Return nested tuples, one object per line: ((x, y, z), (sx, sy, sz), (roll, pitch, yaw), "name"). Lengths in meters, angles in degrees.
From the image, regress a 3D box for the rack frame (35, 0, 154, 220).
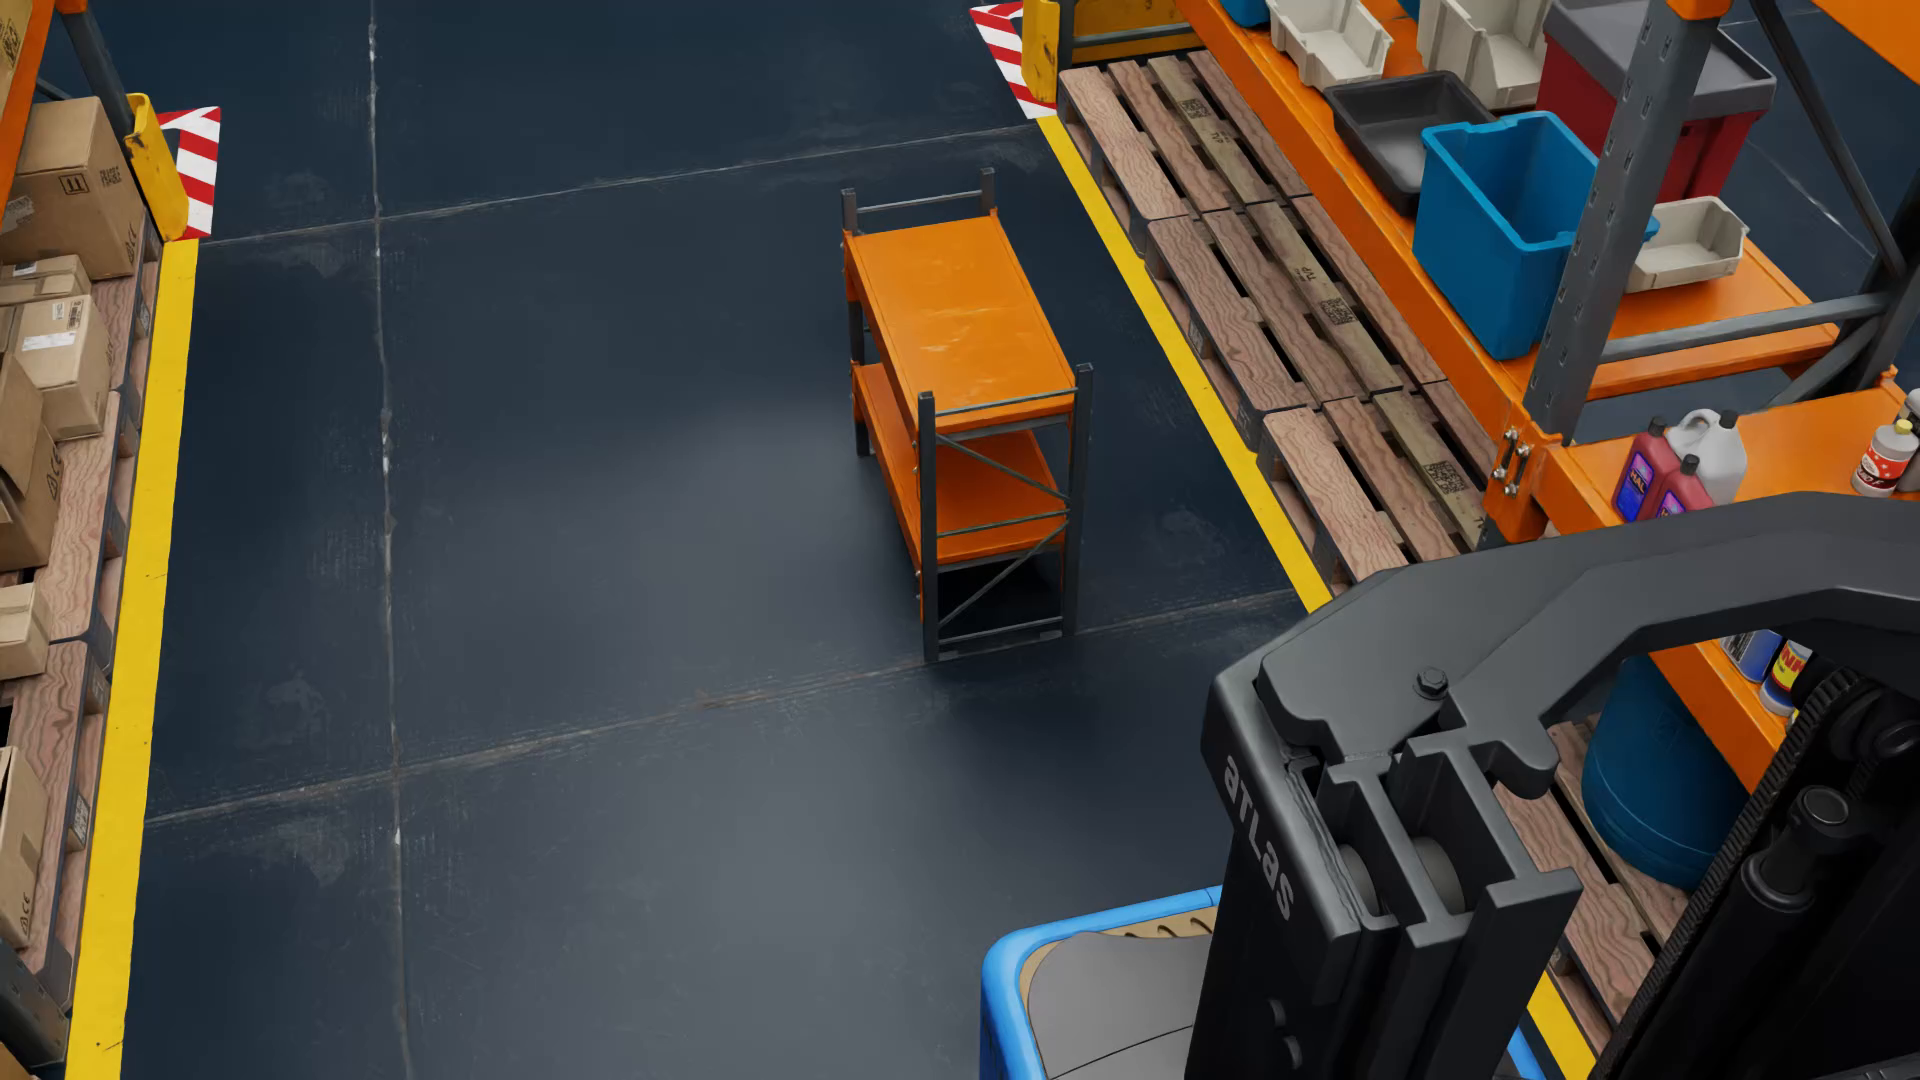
((-3.885, -2.380, 5.982), (1.000, 3.000, 0.127), (-11, 47, -10), "rack frame")

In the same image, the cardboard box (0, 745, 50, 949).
((-2.760, 0.840, 4.401), (0.500, 0.311, 0.500), (-11, 47, -10), "cardboard box")

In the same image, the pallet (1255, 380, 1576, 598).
((1.702, -0.046, 5.647), (1.003, 0.211, 1.213), (-11, 47, -10), "pallet")

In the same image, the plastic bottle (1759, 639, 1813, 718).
((1.775, 0.251, 3.494), (0.097, 0.271, 0.097), (0, 46, 0), "plastic bottle")

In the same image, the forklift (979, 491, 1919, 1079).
((0.881, 1.489, 2.238), (1.130, 2.935, 3.031), (-10, 46, -10), "forklift")

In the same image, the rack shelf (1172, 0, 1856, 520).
((1.416, -1.650, 5.771), (1.077, 0.370, 4.000), (-11, 47, -10), "rack shelf")

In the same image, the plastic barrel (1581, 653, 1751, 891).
((2.051, 0.445, 4.389), (0.600, 0.901, 0.708), (-11, 47, -10), "plastic barrel")

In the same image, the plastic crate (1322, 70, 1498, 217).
((1.382, -1.170, 4.947), (0.437, 0.125, 0.590), (-11, 47, -10), "plastic crate")

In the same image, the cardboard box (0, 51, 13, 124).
((-3.249, -1.452, 5.003), (0.500, 0.500, 0.500), (-10, 46, -10), "cardboard box")

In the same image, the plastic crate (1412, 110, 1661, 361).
((1.479, -0.797, 4.400), (0.392, 0.384, 0.575), (-11, 47, -10), "plastic crate")

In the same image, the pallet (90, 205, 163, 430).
((-3.661, -0.801, 6.387), (1.003, 0.211, 1.213), (-11, 47, -10), "pallet")

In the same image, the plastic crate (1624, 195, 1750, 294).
((1.947, -0.797, 4.574), (0.396, 0.136, 0.243), (-11, 47, -10), "plastic crate")

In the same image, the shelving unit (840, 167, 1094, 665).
((-0.002, -0.398, 5.353), (0.538, 1.125, 1.048), (-11, 47, -10), "shelving unit")

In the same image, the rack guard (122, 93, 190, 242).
((-3.866, -1.452, 6.823), (1.175, 0.500, 0.348), (-11, 47, -10), "rack guard")

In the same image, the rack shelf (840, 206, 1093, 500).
((-0.002, -0.603, 5.144), (0.538, 0.278, 1.000), (-11, 47, -10), "rack shelf")

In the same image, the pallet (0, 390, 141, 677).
((-3.352, 0.040, 5.563), (1.003, 0.211, 1.213), (-11, 47, -10), "pallet")

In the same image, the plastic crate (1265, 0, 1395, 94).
((1.192, -1.597, 5.358), (0.293, 0.136, 0.466), (-11, 47, -10), "plastic crate")

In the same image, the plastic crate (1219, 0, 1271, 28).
((1.063, -1.898, 5.585), (0.416, 0.233, 0.300), (-11, 47, -10), "plastic crate")

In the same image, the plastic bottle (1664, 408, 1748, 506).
((1.715, -0.174, 3.855), (0.144, 0.351, 0.185), (-11, 47, -10), "plastic bottle")

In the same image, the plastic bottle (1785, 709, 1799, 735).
((1.800, 0.342, 3.453), (0.097, 0.201, 0.097), (0, 46, 0), "plastic bottle")

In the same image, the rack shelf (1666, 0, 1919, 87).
((2.440, 0.062, 1.993), (1.077, 0.370, 4.000), (-11, 47, -10), "rack shelf")

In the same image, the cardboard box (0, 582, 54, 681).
((-2.991, 0.295, 5.037), (0.380, 0.166, 0.250), (-11, 47, -10), "cardboard box")

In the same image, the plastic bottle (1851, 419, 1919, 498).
((2.225, -0.203, 3.988), (0.097, 0.201, 0.097), (0, 46, 0), "plastic bottle")

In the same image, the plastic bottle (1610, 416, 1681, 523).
((1.609, -0.149, 3.878), (0.061, 0.283, 0.133), (-11, 47, -10), "plastic bottle")

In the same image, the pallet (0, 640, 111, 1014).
((-3.036, 0.884, 4.736), (1.003, 0.211, 1.213), (-11, 47, -10), "pallet")

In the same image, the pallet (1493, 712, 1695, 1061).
((2.085, 0.995, 4.627), (1.003, 0.211, 1.213), (-11, 47, -10), "pallet")

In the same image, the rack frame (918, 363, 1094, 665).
((0.128, -0.047, 5.009), (0.500, 1.125, 0.032), (-11, 47, -10), "rack frame")

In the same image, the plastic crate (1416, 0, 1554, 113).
((1.715, -1.589, 5.248), (0.437, 0.282, 0.530), (-11, 47, -10), "plastic crate")

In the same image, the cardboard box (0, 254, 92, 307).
((-3.491, -0.916, 6.223), (0.380, 0.166, 0.250), (-11, 47, -10), "cardboard box")

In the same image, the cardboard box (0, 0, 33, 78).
((-3.371, -1.798, 5.342), (0.500, 0.500, 0.500), (-10, 46, -10), "cardboard box")

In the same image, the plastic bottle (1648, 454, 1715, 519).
((1.644, -0.057, 3.787), (0.061, 0.283, 0.133), (-11, 47, -10), "plastic bottle")

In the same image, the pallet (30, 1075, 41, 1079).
((-2.617, 1.913, 3.728), (1.003, 0.211, 1.213), (-11, 47, -10), "pallet")

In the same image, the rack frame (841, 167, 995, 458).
((-0.132, -0.749, 5.697), (0.500, 1.125, 0.032), (-11, 47, -10), "rack frame")

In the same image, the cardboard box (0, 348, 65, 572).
((-3.347, -0.194, 5.280), (0.797, 0.503, 0.637), (-11, 47, -10), "cardboard box")

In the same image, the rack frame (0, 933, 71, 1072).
((-2.861, 0.382, 3.276), (1.000, 3.000, 0.127), (-11, 47, -10), "rack frame")

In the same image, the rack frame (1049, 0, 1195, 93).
((0.904, -3.283, 6.867), (1.000, 3.000, 0.127), (-11, 47, -10), "rack frame")

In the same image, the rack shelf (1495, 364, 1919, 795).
((2.440, 1.111, 3.064), (1.077, 0.370, 4.000), (-11, 47, -10), "rack shelf")

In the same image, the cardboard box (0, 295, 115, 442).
((-3.294, -0.580, 5.835), (0.500, 0.250, 0.500), (-11, 47, -10), "cardboard box")

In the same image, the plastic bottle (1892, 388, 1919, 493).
((2.341, -0.265, 3.996), (0.152, 0.276, 0.135), (-11, 47, -10), "plastic bottle")

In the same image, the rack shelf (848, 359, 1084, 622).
((-0.002, -0.227, 5.527), (0.538, 0.278, 1.000), (-11, 47, -10), "rack shelf")

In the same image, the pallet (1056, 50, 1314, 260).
((1.078, -1.730, 7.298), (1.003, 0.211, 1.213), (-11, 47, -10), "pallet")

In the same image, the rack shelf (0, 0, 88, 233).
((-3.373, -0.747, 4.886), (1.077, 0.370, 4.000), (-11, 47, -10), "rack shelf")

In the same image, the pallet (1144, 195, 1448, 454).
((1.386, -0.890, 6.474), (1.003, 0.211, 1.213), (-11, 47, -10), "pallet")

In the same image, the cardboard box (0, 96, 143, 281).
((-3.508, -1.328, 6.394), (0.500, 0.500, 0.500), (-11, 47, -10), "cardboard box")

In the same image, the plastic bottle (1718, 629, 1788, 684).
((1.772, 0.164, 3.576), (0.152, 0.276, 0.135), (-11, 47, -10), "plastic bottle")

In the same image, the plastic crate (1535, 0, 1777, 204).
((1.942, -1.227, 4.765), (0.402, 0.464, 0.583), (-11, 47, -10), "plastic crate")

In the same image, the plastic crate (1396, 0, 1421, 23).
((1.678, -1.874, 5.562), (0.416, 0.233, 0.300), (-11, 47, -10), "plastic crate")

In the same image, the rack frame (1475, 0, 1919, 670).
((1.928, -0.521, 4.161), (1.000, 3.000, 0.127), (-11, 47, -10), "rack frame")

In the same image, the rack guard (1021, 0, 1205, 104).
((0.885, -2.422, 7.774), (1.175, 0.500, 0.348), (-11, 47, -10), "rack guard")
